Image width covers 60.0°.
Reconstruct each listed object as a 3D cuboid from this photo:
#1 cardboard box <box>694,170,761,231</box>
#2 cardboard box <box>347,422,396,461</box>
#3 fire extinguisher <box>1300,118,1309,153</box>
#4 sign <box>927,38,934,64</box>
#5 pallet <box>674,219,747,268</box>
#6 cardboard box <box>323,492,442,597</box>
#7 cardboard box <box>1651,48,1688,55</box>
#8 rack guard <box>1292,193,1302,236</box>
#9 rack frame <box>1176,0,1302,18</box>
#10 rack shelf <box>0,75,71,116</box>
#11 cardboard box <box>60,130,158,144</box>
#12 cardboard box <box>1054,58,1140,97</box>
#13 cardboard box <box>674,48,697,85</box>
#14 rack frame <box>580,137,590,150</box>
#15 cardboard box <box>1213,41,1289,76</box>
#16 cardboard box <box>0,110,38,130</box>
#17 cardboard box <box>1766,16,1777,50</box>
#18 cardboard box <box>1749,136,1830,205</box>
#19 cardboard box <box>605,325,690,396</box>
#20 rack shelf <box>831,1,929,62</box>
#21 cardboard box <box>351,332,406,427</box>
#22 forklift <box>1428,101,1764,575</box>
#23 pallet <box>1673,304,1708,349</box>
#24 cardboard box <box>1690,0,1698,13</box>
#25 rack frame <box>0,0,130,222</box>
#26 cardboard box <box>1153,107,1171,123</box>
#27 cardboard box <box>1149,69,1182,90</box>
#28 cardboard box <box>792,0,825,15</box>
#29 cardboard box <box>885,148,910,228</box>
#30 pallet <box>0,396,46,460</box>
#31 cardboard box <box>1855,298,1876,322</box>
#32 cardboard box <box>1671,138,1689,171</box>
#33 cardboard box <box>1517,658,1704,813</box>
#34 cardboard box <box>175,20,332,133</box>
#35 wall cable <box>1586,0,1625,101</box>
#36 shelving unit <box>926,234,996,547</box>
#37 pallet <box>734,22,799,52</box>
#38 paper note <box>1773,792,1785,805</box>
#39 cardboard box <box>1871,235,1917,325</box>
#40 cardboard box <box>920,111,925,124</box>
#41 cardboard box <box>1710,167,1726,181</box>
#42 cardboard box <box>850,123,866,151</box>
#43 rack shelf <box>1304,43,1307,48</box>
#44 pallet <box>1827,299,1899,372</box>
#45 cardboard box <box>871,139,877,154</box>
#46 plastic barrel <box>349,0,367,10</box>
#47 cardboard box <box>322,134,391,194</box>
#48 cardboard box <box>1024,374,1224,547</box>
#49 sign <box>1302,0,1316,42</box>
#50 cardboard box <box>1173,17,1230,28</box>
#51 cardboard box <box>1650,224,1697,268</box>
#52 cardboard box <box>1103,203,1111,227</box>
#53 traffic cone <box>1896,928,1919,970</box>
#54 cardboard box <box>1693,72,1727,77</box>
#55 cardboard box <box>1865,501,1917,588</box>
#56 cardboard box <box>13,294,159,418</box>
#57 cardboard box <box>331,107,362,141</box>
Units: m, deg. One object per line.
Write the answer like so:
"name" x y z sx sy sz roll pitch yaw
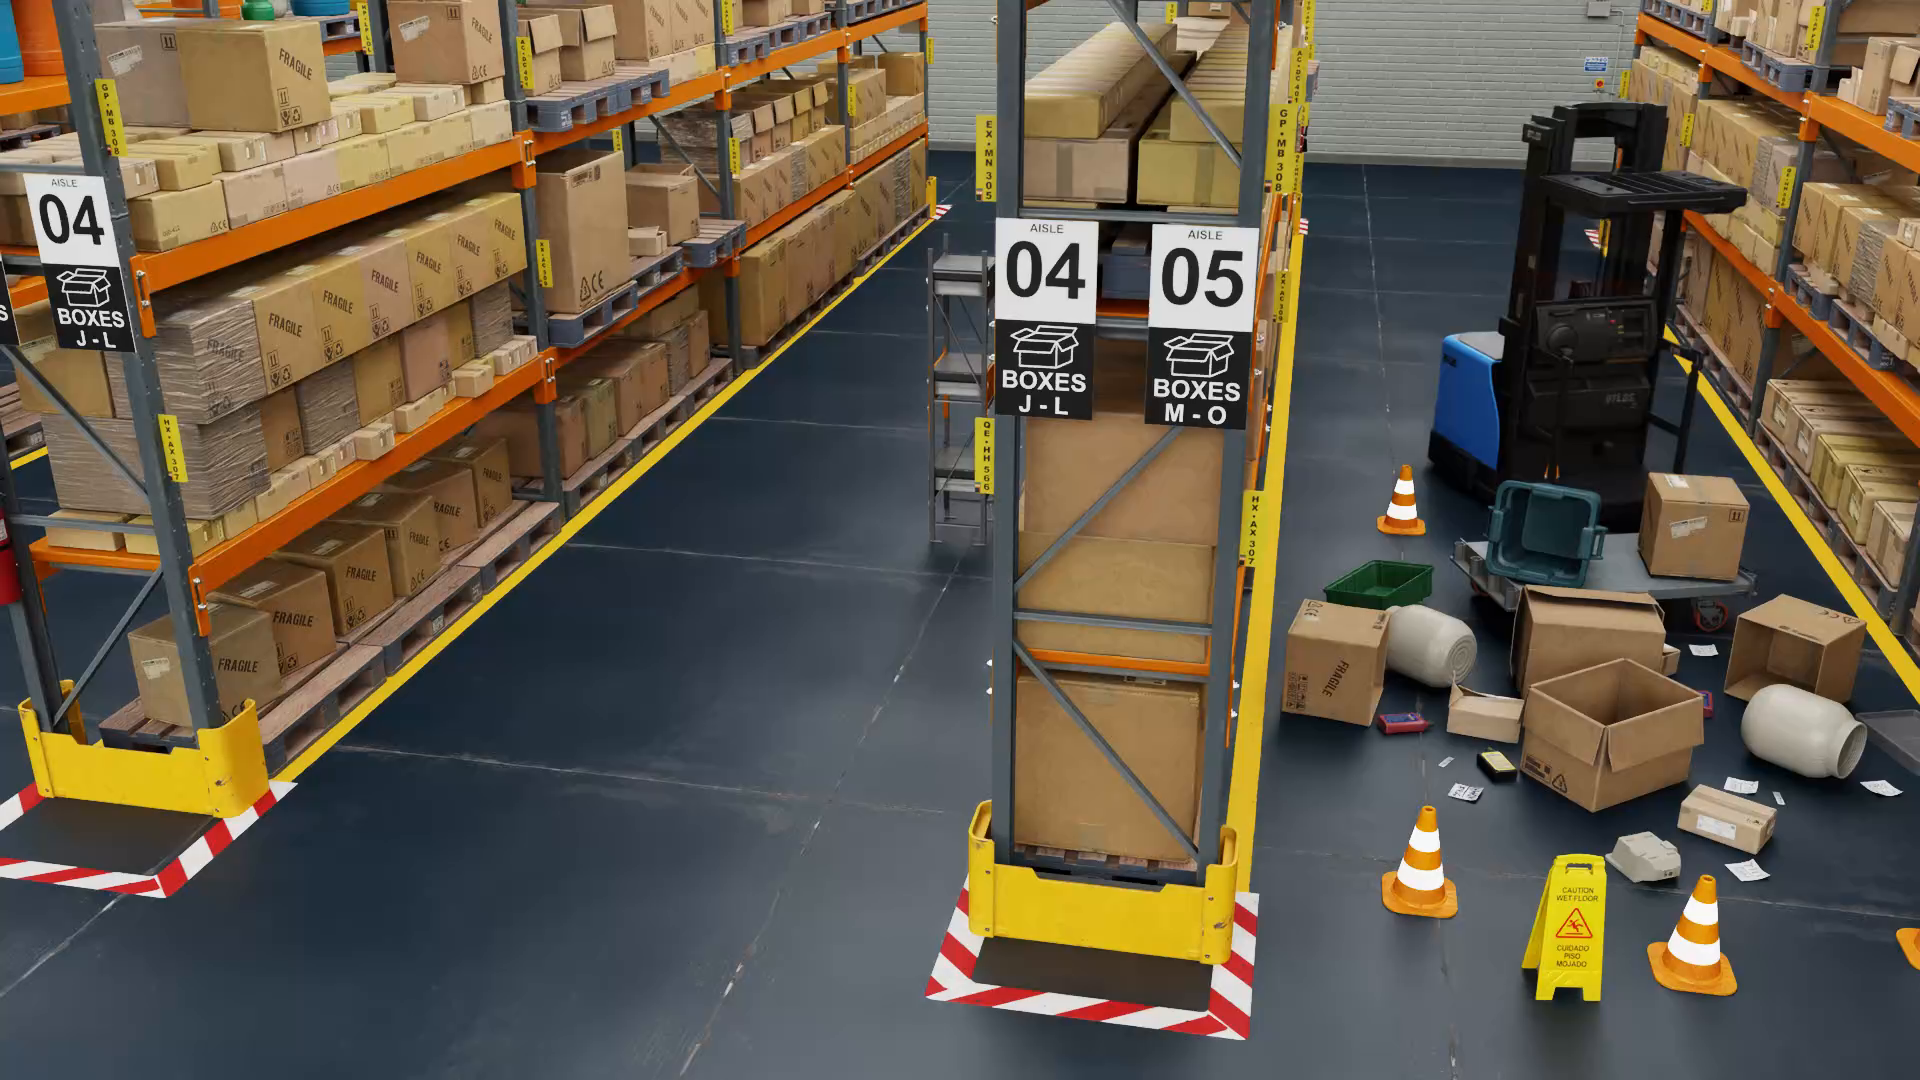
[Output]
"cardboard box" -2.198 -3.195 15.636 0.500 0.500 0.500 5 22 12
"cardboard box" -3.503 -0.576 9.605 0.380 0.149 0.250 4 22 11
"fire extinguisher" 4.407 -5.350 21.725 0.296 0.674 0.183 4 22 11
"sign" -0.403 -6.517 22.154 0.100 0.325 0.005 4 22 11
"pallet" -2.604 -2.633 14.634 1.213 0.211 1.003 4 22 11
"cardboard box" -3.660 0.023 10.566 0.500 0.500 0.500 2 22 6
"cardboard box" 8.443 -5.763 19.806 0.380 0.149 0.250 5 22 12
"rack guard" 3.889 -4.315 21.897 1.175 0.500 0.348 4 22 11
"rack frame" 2.272 -5.359 13.114 1.000 3.000 0.127 4 22 11
"rack shelf" -7.820 -3.695 13.961 1.077 0.370 4.000 4 22 11
"cardboard box" -4.300 -1.986 8.421 0.380 0.149 0.250 5 22 11
"cardboard box" 0.636 -2.150 7.735 0.380 0.149 0.250 4 22 10
"cardboard box" -2.508 -3.938 13.802 0.500 0.250 0.500 4 22 11
"rack frame" -5.780 -6.294 23.467 1.000 3.000 0.127 4 22 11
"cardboard box" 1.487 -2.470 8.530 0.380 0.149 0.250 5 22 11
"cardboard box" -11.760 -5.296 20.291 0.700 0.500 0.500 -3 22 -7
"cardboard box" 7.077 -4.290 14.093 0.396 0.266 0.258 4 22 10
"cardboard box" 7.084 -3.143 14.171 0.500 0.500 0.500 5 22 12
"cardboard box" -2.781 -1.585 14.532 0.700 0.500 0.500 3 22 6
"rack shelf" -1.339 -6.243 20.288 1.077 0.370 4.000 4 22 11
"cardboard box" -3.814 -1.002 9.795 0.875 0.500 0.500 4 22 11
"forklift" 4.548 -1.464 11.564 1.130 2.935 3.031 -5 22 -11
"pallet" 7.871 -2.117 16.828 1.003 0.211 1.213 4 22 11
"cardboard box" 7.825 -5.569 17.292 0.380 0.149 0.250 5 22 12
"rack frame" -4.196 -2.848 6.880 1.000 3.000 0.127 4 22 11
"cardboard box" 1.091 -1.694 7.136 0.500 0.250 0.500 4 22 10
"cardboard box" 0.878 -2.287 8.610 0.500 0.250 0.500 4 22 10
"cardboard box" -1.856 -5.874 17.712 0.700 0.500 0.500 5 22 12
"cardboard box" -1.169 -4.553 21.426 0.875 0.875 0.875 4 22 11
"pallet" -8.106 -0.902 13.812 1.003 0.211 1.213 4 22 11
"cardboard box" 6.513 -1.622 11.640 0.380 0.149 0.250 5 23 13
"cardboard box" 7.799 -3.934 17.473 0.500 0.500 0.500 5 22 11
"cardboard box" 3.386 1.013 8.665 0.797 0.503 0.637 -11 25 -26
"cardboard box" -3.628 -2.395 8.570 0.500 0.500 0.500 4 22 11
"wall cable" 9.898 -7.711 25.583 0.585 1.953 0.123 4 22 11
"shelving unit" 0.034 -1.035 11.612 0.431 2.100 0.503 4 22 11
"pallet" -2.259 -4.944 16.351 1.003 0.211 1.213 6 23 13
"paper note" 4.208 1.327 8.545 0.032 0.001 0.123 4 22 11
"cardboard box" 6.403 -1.708 10.985 0.500 0.500 0.500 5 23 13
"cardboard box" -0.681 -5.645 22.191 0.380 0.149 0.250 5 22 12
"cardboard box" 7.381 -3.346 15.678 0.500 0.250 0.500 5 22 12
"cardboard box" -1.395 -4.674 19.247 0.500 0.250 0.500 4 22 10
"rack shelf" 2.680 -4.365 15.625 1.077 0.370 4.000 4 22 11
"pallet" 6.774 -1.420 11.620 1.003 0.211 1.213 4 22 11
"cardboard box" -1.202 -4.709 19.867 0.380 0.149 0.250 4 22 9
"plastic barrel" -6.583 -6.156 18.294 0.600 0.588 0.600 0 22 0
"cardboard box" -3.539 -2.104 9.249 0.500 0.250 0.500 5 22 13
"cardboard box" 0.753 -0.354 7.070 0.875 0.550 0.550 4 22 11
"sign" 2.813 -4.199 13.450 0.100 0.325 0.005 4 22 11
"cardboard box" 1.909 -3.919 12.978 0.500 0.311 0.500 4 22 11
"cardboard box" 8.370 -3.254 18.785 0.875 0.438 0.875 4 22 9
"cardboard box" 0.428 -1.406 6.954 0.380 0.149 0.250 5 22 11
"traffic cone" 4.331 1.611 7.233 0.336 0.463 0.334 4 22 11
"cardboard box" 7.926 -4.825 17.479 0.380 0.149 0.250 4 22 11
"cardboard box" 6.427 0.059 10.646 0.950 0.372 0.625 5 22 12
"cardboard box" -4.325 -0.933 8.286 0.500 0.500 0.500 4 22 11
"cardboard box" -3.568 -2.320 9.250 0.380 0.149 0.250 4 22 9
